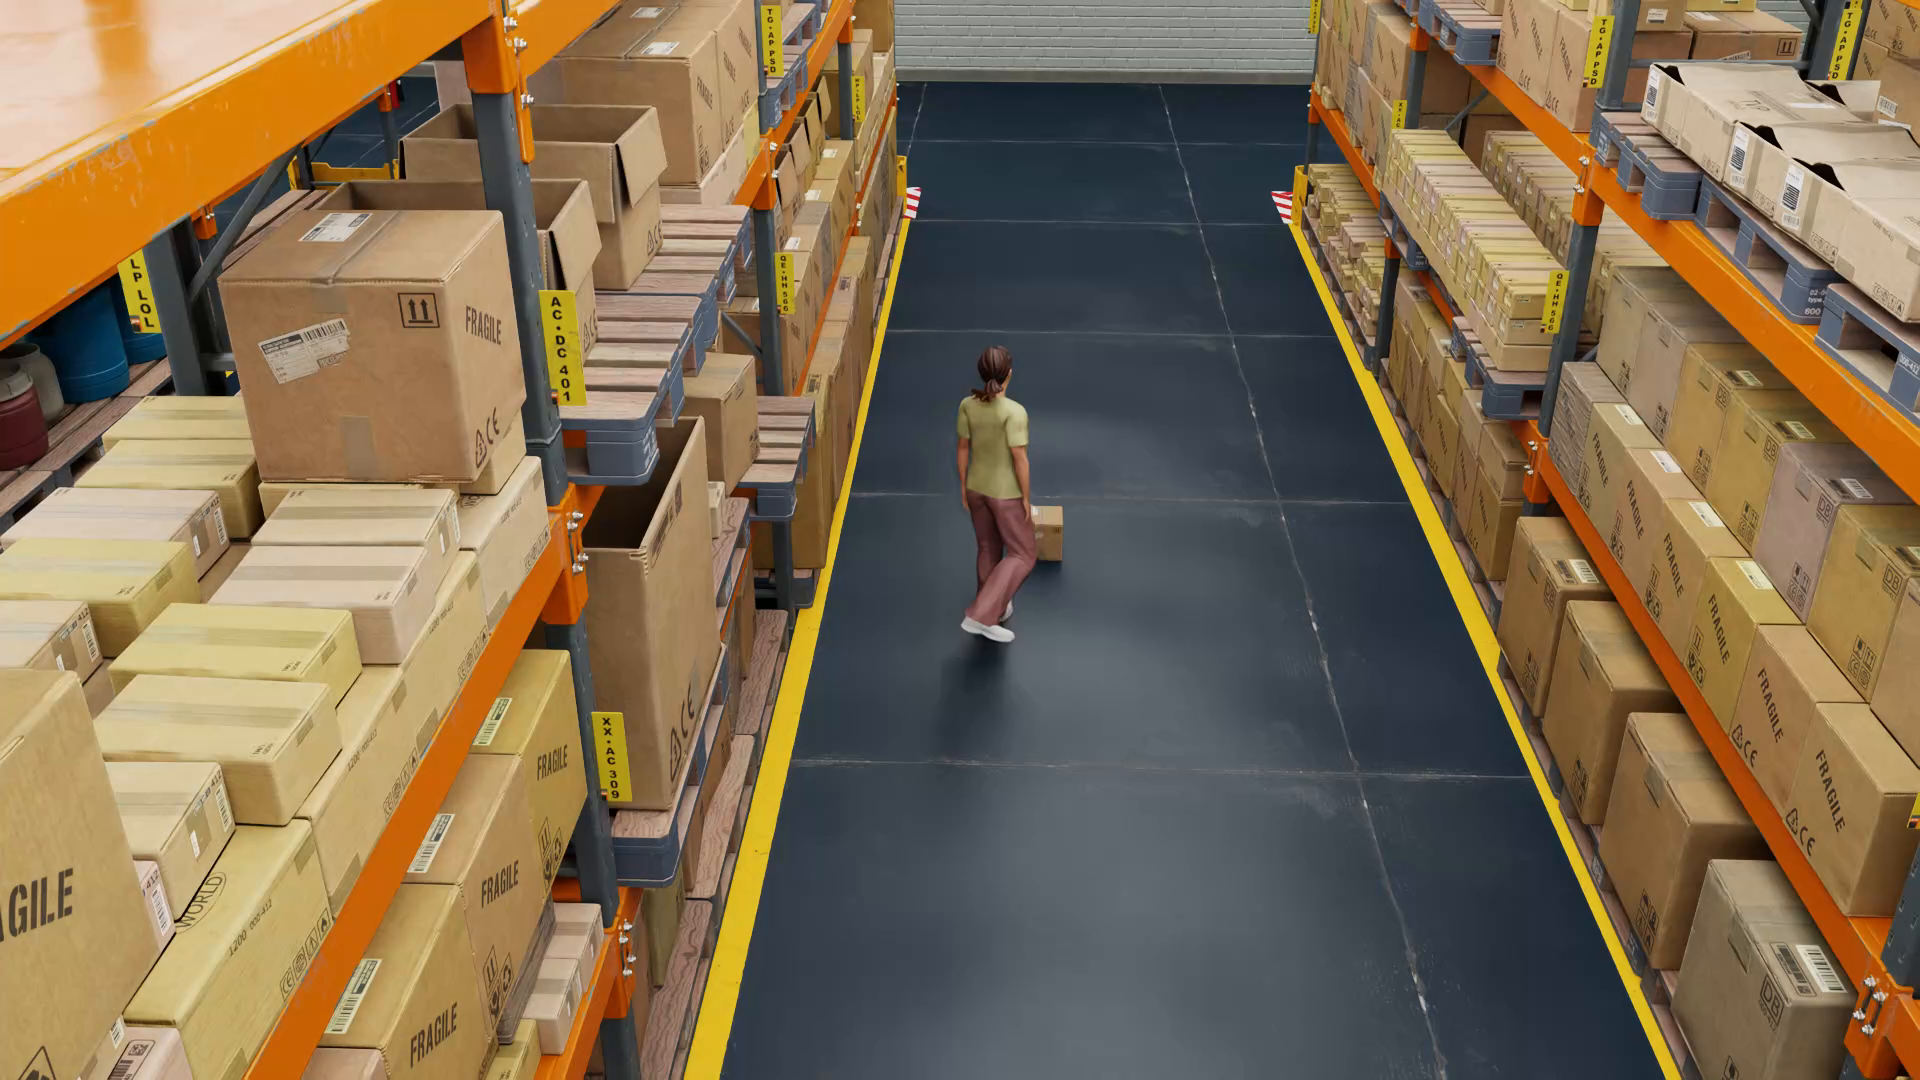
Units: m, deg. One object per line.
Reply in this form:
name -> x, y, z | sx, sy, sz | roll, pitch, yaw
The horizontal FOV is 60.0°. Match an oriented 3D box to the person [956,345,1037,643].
person -> 0.156, -0.212, 9.018 | 0.504, 1.669, 0.581 | 21, 34, 34
